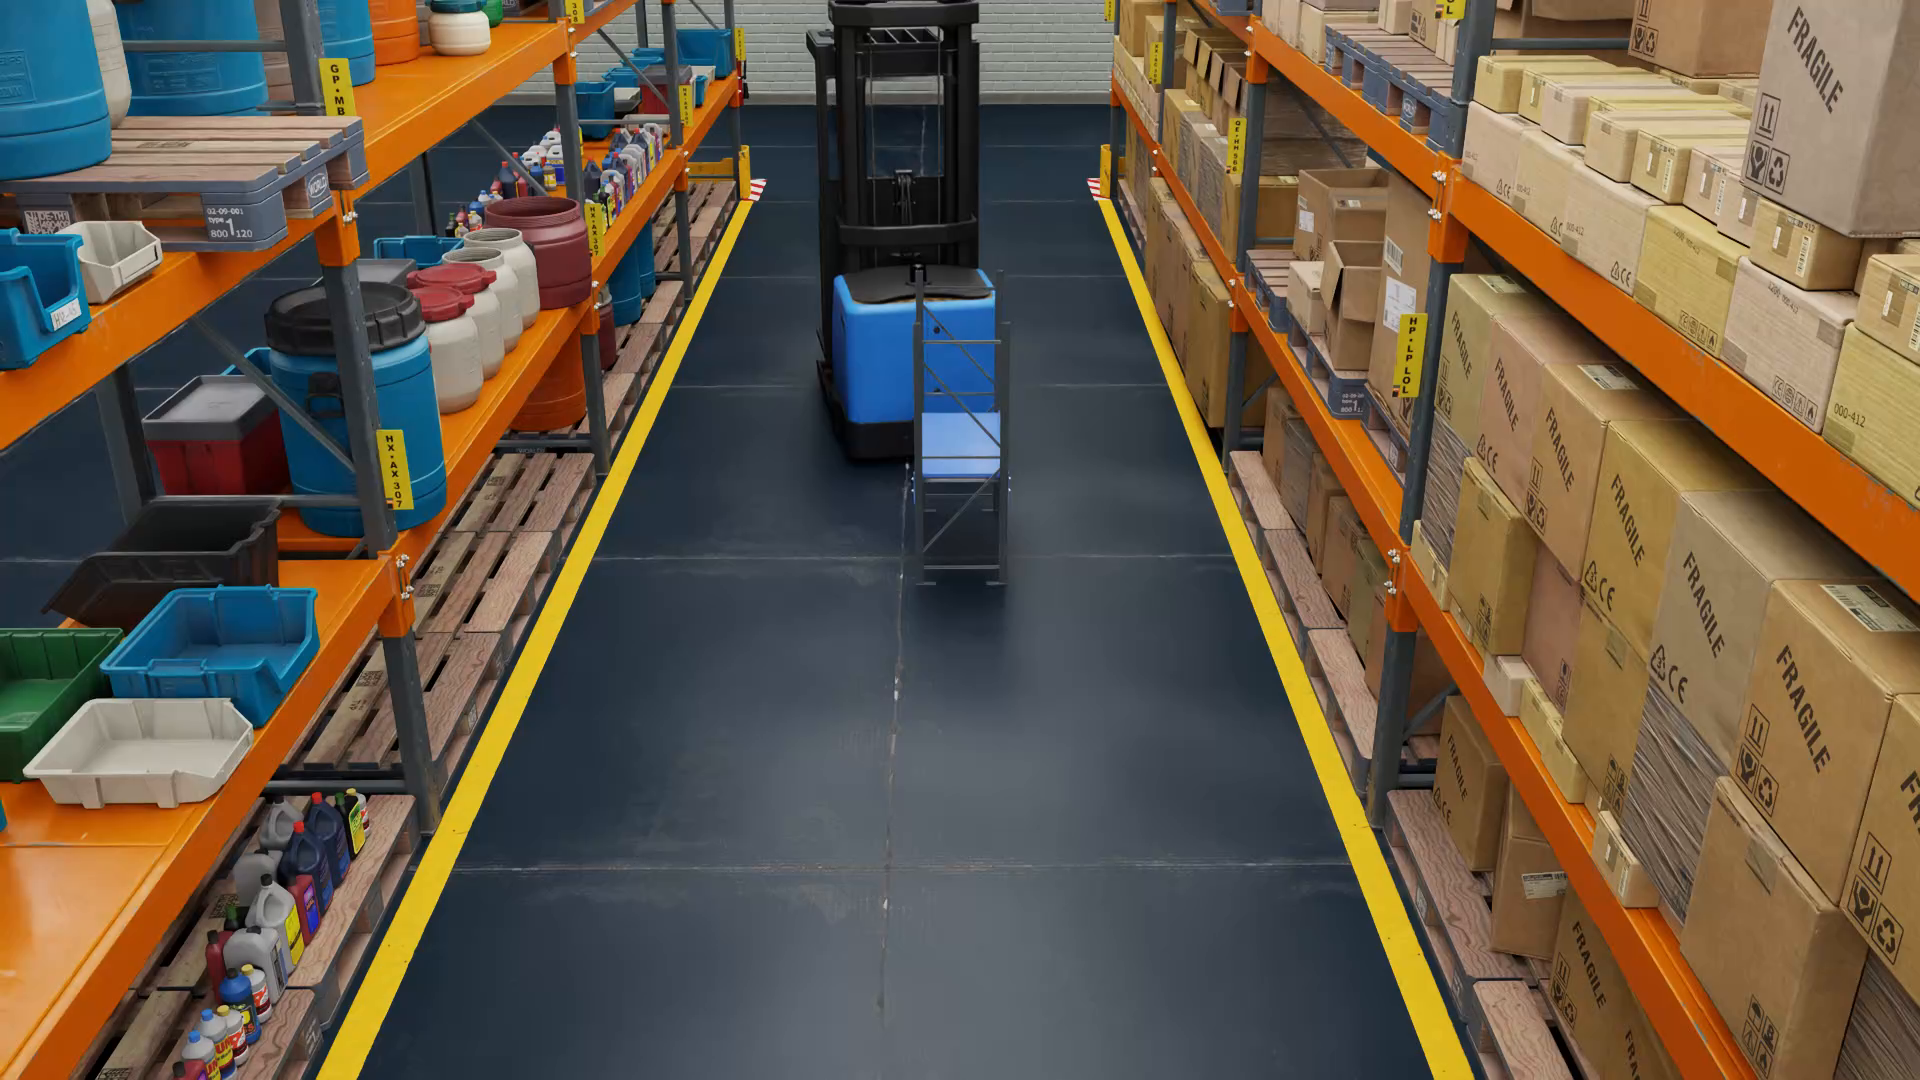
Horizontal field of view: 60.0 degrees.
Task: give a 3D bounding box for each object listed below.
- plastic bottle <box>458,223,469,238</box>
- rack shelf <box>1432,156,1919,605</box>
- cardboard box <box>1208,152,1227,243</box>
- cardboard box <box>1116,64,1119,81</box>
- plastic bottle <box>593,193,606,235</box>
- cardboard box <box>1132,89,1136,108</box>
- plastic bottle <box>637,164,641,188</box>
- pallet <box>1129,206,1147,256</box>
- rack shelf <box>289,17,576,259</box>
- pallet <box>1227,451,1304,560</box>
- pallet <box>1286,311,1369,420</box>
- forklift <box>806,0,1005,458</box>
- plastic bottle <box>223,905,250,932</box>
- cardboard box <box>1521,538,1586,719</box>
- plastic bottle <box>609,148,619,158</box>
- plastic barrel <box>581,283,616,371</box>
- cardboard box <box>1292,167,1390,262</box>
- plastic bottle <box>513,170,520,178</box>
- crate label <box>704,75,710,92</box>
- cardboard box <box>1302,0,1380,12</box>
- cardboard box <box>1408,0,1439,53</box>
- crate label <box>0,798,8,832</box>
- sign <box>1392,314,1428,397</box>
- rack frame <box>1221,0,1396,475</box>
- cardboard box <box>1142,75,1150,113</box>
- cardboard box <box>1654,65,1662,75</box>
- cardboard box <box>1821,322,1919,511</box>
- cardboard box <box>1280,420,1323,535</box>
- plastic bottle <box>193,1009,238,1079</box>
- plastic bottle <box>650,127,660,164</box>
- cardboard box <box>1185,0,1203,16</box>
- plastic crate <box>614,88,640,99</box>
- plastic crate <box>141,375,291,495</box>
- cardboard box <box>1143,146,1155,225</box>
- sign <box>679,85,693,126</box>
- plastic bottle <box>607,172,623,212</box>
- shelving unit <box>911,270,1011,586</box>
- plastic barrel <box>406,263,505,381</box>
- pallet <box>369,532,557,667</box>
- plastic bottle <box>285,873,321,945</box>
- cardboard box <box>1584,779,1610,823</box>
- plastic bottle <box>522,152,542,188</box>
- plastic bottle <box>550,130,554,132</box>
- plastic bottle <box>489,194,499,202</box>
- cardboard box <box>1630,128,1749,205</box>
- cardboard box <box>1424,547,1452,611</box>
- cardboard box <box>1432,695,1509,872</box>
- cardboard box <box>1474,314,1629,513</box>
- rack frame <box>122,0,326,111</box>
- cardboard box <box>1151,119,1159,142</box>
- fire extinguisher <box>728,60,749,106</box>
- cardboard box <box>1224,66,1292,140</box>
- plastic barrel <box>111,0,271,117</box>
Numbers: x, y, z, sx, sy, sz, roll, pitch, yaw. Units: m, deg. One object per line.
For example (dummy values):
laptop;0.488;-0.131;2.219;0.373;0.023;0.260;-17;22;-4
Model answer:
plastic bottle;-3.171;-1.914;10.583;0.097;0.201;0.097;0;24;0
rack shelf;2.261;-0.381;4.185;1.077;0.370;4.000;0;24;-1
cardboard box;1.943;-2.267;11.002;0.500;0.500;0.500;0;24;-1
cardboard box;1.787;-4.743;16.901;0.380;0.149;0.250;-1;24;-1
plastic bottle;-2.399;-2.165;11.038;0.061;0.283;0.133;0;24;-1
cardboard box;1.805;-4.107;15.495;0.380;0.149;0.250;0;24;0
plastic bottle;-2.433;-2.727;12.381;0.097;0.201;0.097;0;24;0
pallet;2.206;-3.010;16.148;1.003;0.211;1.213;0;24;-1
rack shelf;-2.735;-2.007;7.780;1.077;0.370;4.000;0;24;-1
pallet;2.203;-0.222;9.984;1.003;0.211;1.213;0;24;-1
pallet;2.258;-0.911;8.358;1.003;0.211;1.213;0;24;-1
forklift;-0.456;-2.440;11.589;1.130;2.935;3.031;-4;25;-9
plastic bottle;-2.515;1.381;5.819;0.061;0.283;0.133;0;24;-1
cardboard box;2.259;0.250;5.074;0.875;0.500;0.500;0;24;-1
plastic bottle;-2.586;-2.799;12.454;0.097;0.271;0.097;0;24;0
plastic barrel;-2.791;-1.551;11.957;0.600;0.588;0.708;0;24;-1
cardboard box;2.242;-1.829;9.523;0.500;0.500;0.500;-3;25;-7
plastic bottle;-3.143;-2.506;11.792;0.061;0.283;0.133;0;24;-1
crate label;-2.638;-4.426;16.144;0.396;0.136;0.243;0;24;-1
cardboard box;1.958;-2.843;8.029;0.500;0.500;0.500;-1;24;-2
cardboard box;2.322;-2.353;7.039;0.797;0.503;0.637;1;24;2
crate label;-2.960;0.731;4.450;0.502;0.435;0.616;0;24;-1
sign;1.685;-0.690;6.230;0.100;0.325;0.005;0;24;-1
rack frame;2.196;-1.814;10.121;1.000;3.000;0.127;0;24;-1
cardboard box;1.877;-3.924;14.606;0.500;0.250;0.500;0;24;1
cardboard box;2.532;-1.513;5.514;0.380;0.149;0.250;0;24;1
cardboard box;2.016;-0.219;3.137;0.500;0.250;0.500;0;24;0
cardboard box;2.242;-0.371;9.430;0.700;0.500;0.500;-2;24;-5
plastic bottle;-2.383;1.616;5.313;0.097;0.271;0.097;0;24;0
plastic bottle;-2.425;-3.131;13.174;0.061;0.283;0.133;0;24;-1
cardboard box;2.377;-5.320;16.784;0.500;0.500;0.500;0;24;0
plastic crate;-3.120;-4.064;15.342;0.293;0.136;0.466;0;24;-1
plastic crate;-3.024;-0.371;6.853;0.402;0.464;0.583;0;24;-1
cardboard box;2.215;-3.329;15.539;0.875;0.875;0.875;0;24;-1
sign;-2.250;-3.568;13.663;0.100;0.325;0.005;0;24;-1
plastic bottle;-2.425;-2.437;11.654;0.097;0.271;0.097;0;24;0
shelving unit;0.001;-0.648;9.363;0.538;1.500;1.048;0;24;-1
plastic barrel;-2.517;-1.081;8.336;0.433;0.535;0.433;0;24;0
pallet;-2.777;0.299;8.832;1.003;0.211;1.213;0;24;-1
plastic bottle;-2.372;1.304;5.990;0.061;0.283;0.133;1;24;3
cardboard box;2.019;0.759;4.736;0.380;0.149;0.250;0;24;-1
plastic bottle;-3.164;-2.714;12.262;0.152;0.276;0.135;0;24;-1
plastic bottle;-3.201;-3.086;13.089;0.097;0.271;0.097;0;24;0
plastic bottle;-3.180;-2.250;11.325;0.097;0.201;0.097;0;24;0
cardboard box;1.987;-0.974;4.321;0.380;0.149;0.250;-1;24;-2
cardboard box;1.931;0.142;6.102;0.380;0.149;0.250;0;24;-1
cardboard box;2.204;0.947;6.541;0.500;0.500;0.500;-1;24;-2
cardboard box;1.997;-0.410;5.321;0.500;0.500;0.500;0;24;-1
rack frame;-2.713;-2.877;5.191;1.000;3.000;0.127;0;24;-1
cardboard box;1.821;-3.472;14.092;0.380;0.149;0.250;0;24;0
fire extinguisher;-2.391;-4.948;17.596;0.296;0.674;0.183;0;24;-1
cardboard box;2.200;-2.887;11.154;0.797;0.503;0.637;0;24;1
plastic barrel;-2.936;-1.947;6.167;0.600;0.901;0.708;0;24;-1
